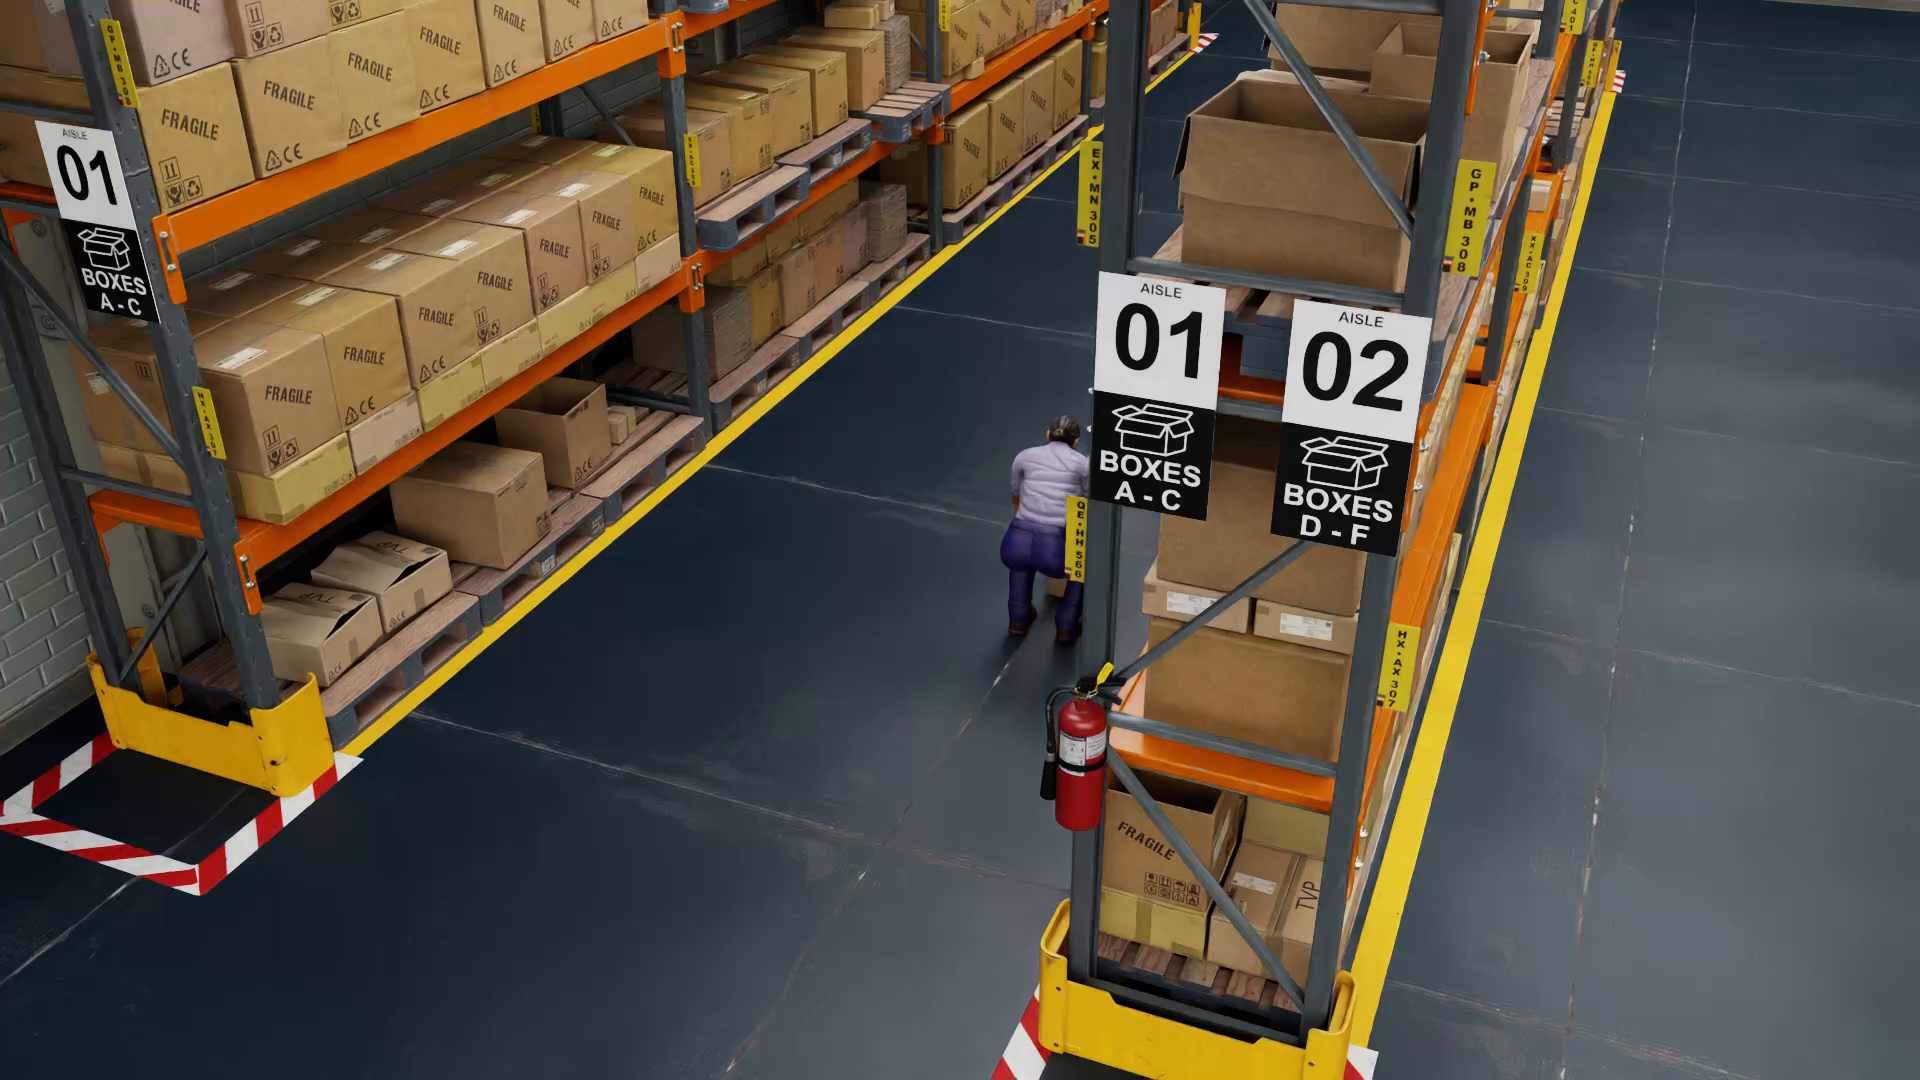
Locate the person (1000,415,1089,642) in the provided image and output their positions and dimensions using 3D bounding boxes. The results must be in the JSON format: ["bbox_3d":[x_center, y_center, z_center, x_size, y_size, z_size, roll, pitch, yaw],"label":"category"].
[{"bbox_3d":[0.472,-0.034,8.981,0.535,1.141,0.762,12,32,20],"label":"person"}]
